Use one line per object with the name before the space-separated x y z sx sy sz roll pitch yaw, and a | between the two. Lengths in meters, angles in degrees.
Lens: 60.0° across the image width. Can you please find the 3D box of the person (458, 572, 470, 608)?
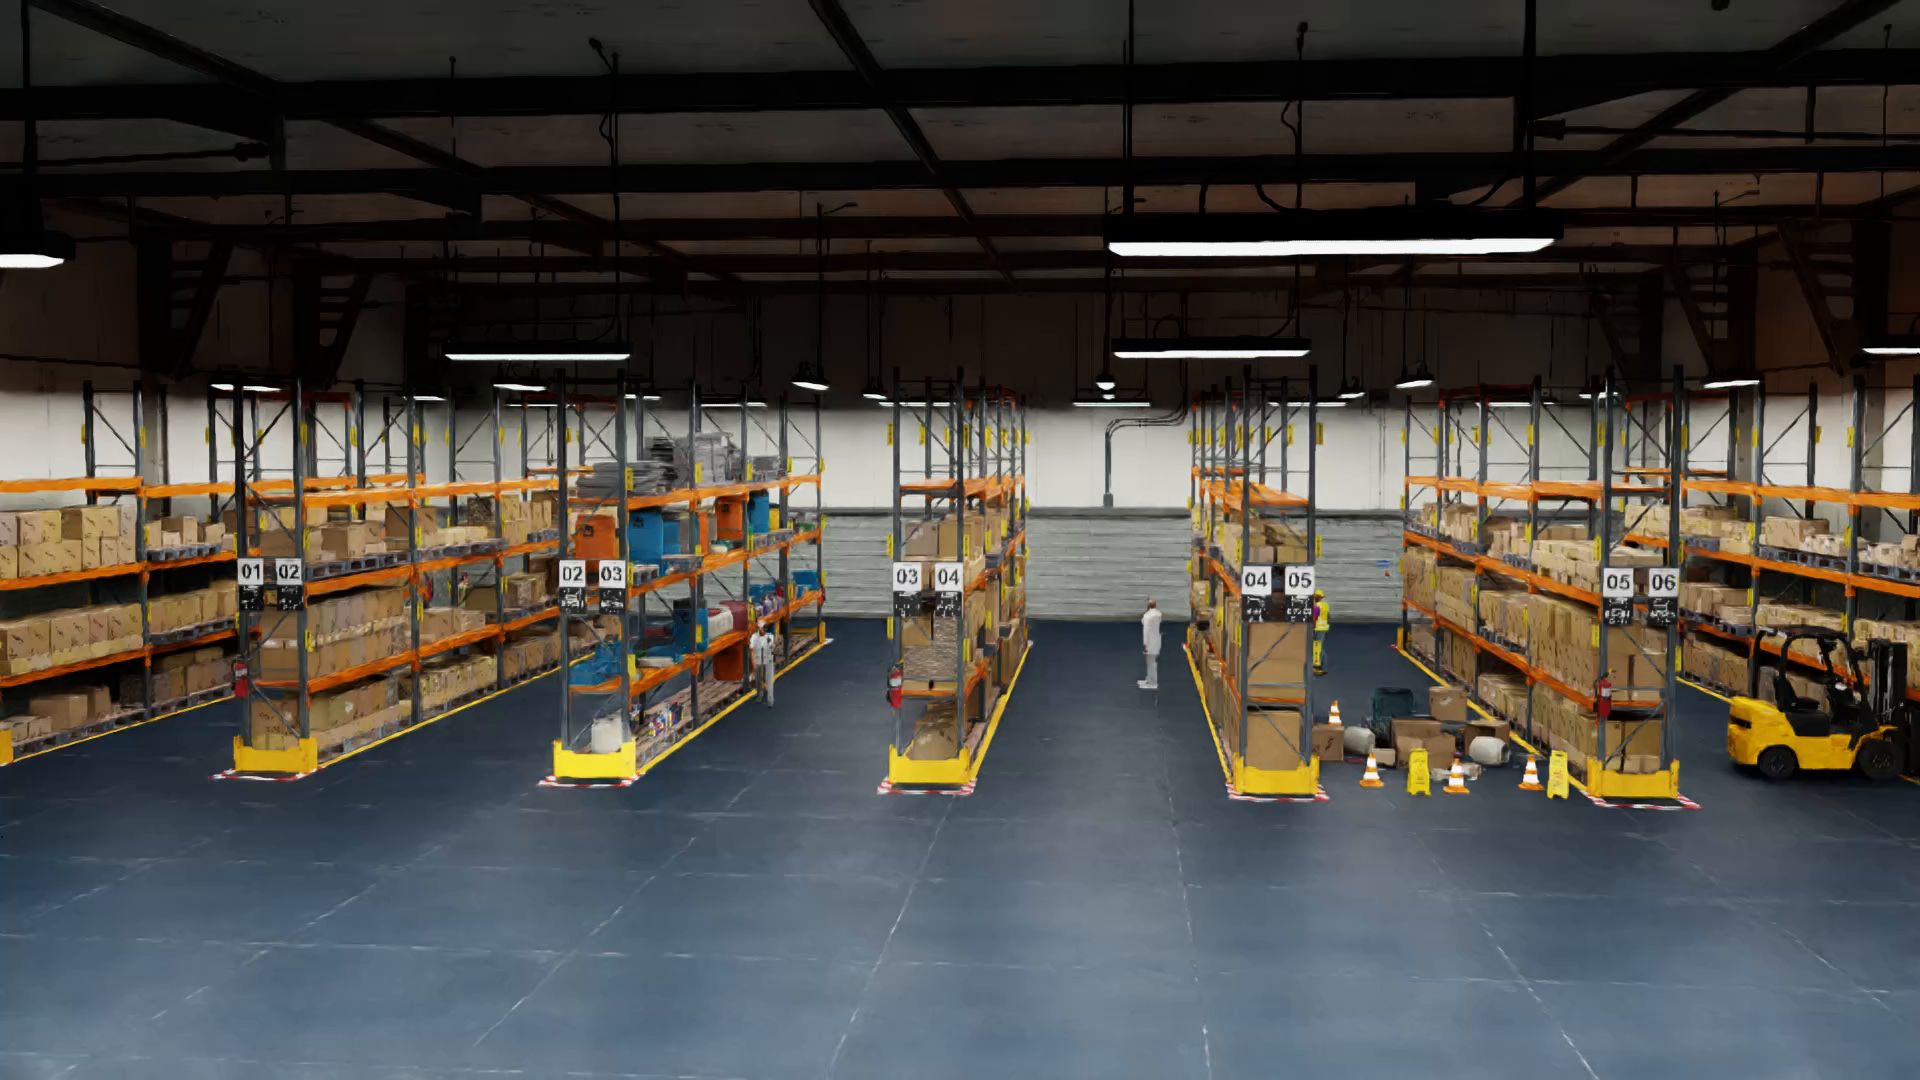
person | -12.183 1.628 40.841 0.512 1.672 0.568 1 4 18

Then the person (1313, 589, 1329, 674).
person | 7.572 1.917 35.192 0.571 1.759 0.673 2 4 35

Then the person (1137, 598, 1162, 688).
person | 3.754 2.042 33.095 0.544 1.782 0.636 3 4 35

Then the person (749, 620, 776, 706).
person | -3.670 2.270 30.917 0.491 1.598 1.000 0 4 -3

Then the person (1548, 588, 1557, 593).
person | 13.879 1.785 38.926 0.571 1.582 0.538 -1 4 -11
